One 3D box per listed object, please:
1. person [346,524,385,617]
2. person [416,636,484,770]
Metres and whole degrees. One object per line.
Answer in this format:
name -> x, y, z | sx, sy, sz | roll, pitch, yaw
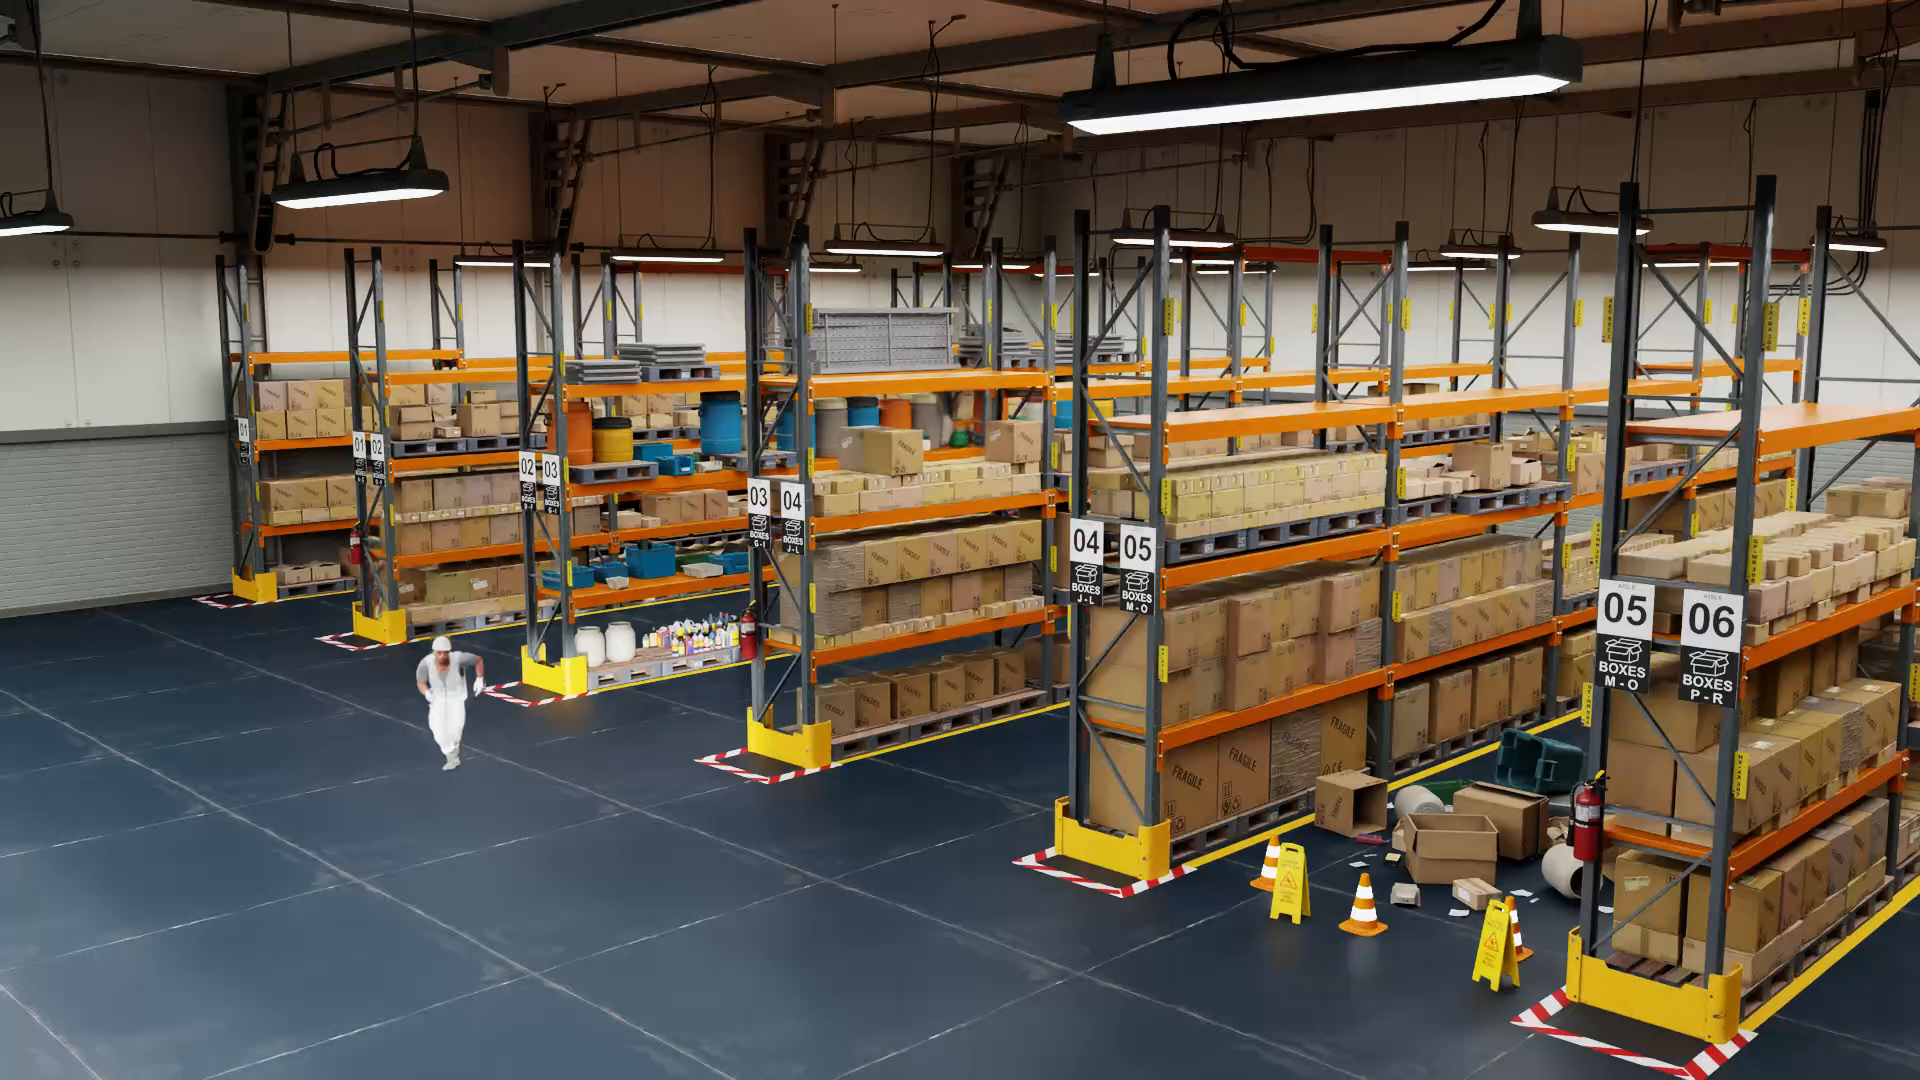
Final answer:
person -> -9.702, 0.498, 27.257 | 0.593, 1.622, 0.726 | 5, 10, 33
person -> -5.582, 1.801, 18.251 | 0.696, 1.601, 0.828 | -2, 8, -10
